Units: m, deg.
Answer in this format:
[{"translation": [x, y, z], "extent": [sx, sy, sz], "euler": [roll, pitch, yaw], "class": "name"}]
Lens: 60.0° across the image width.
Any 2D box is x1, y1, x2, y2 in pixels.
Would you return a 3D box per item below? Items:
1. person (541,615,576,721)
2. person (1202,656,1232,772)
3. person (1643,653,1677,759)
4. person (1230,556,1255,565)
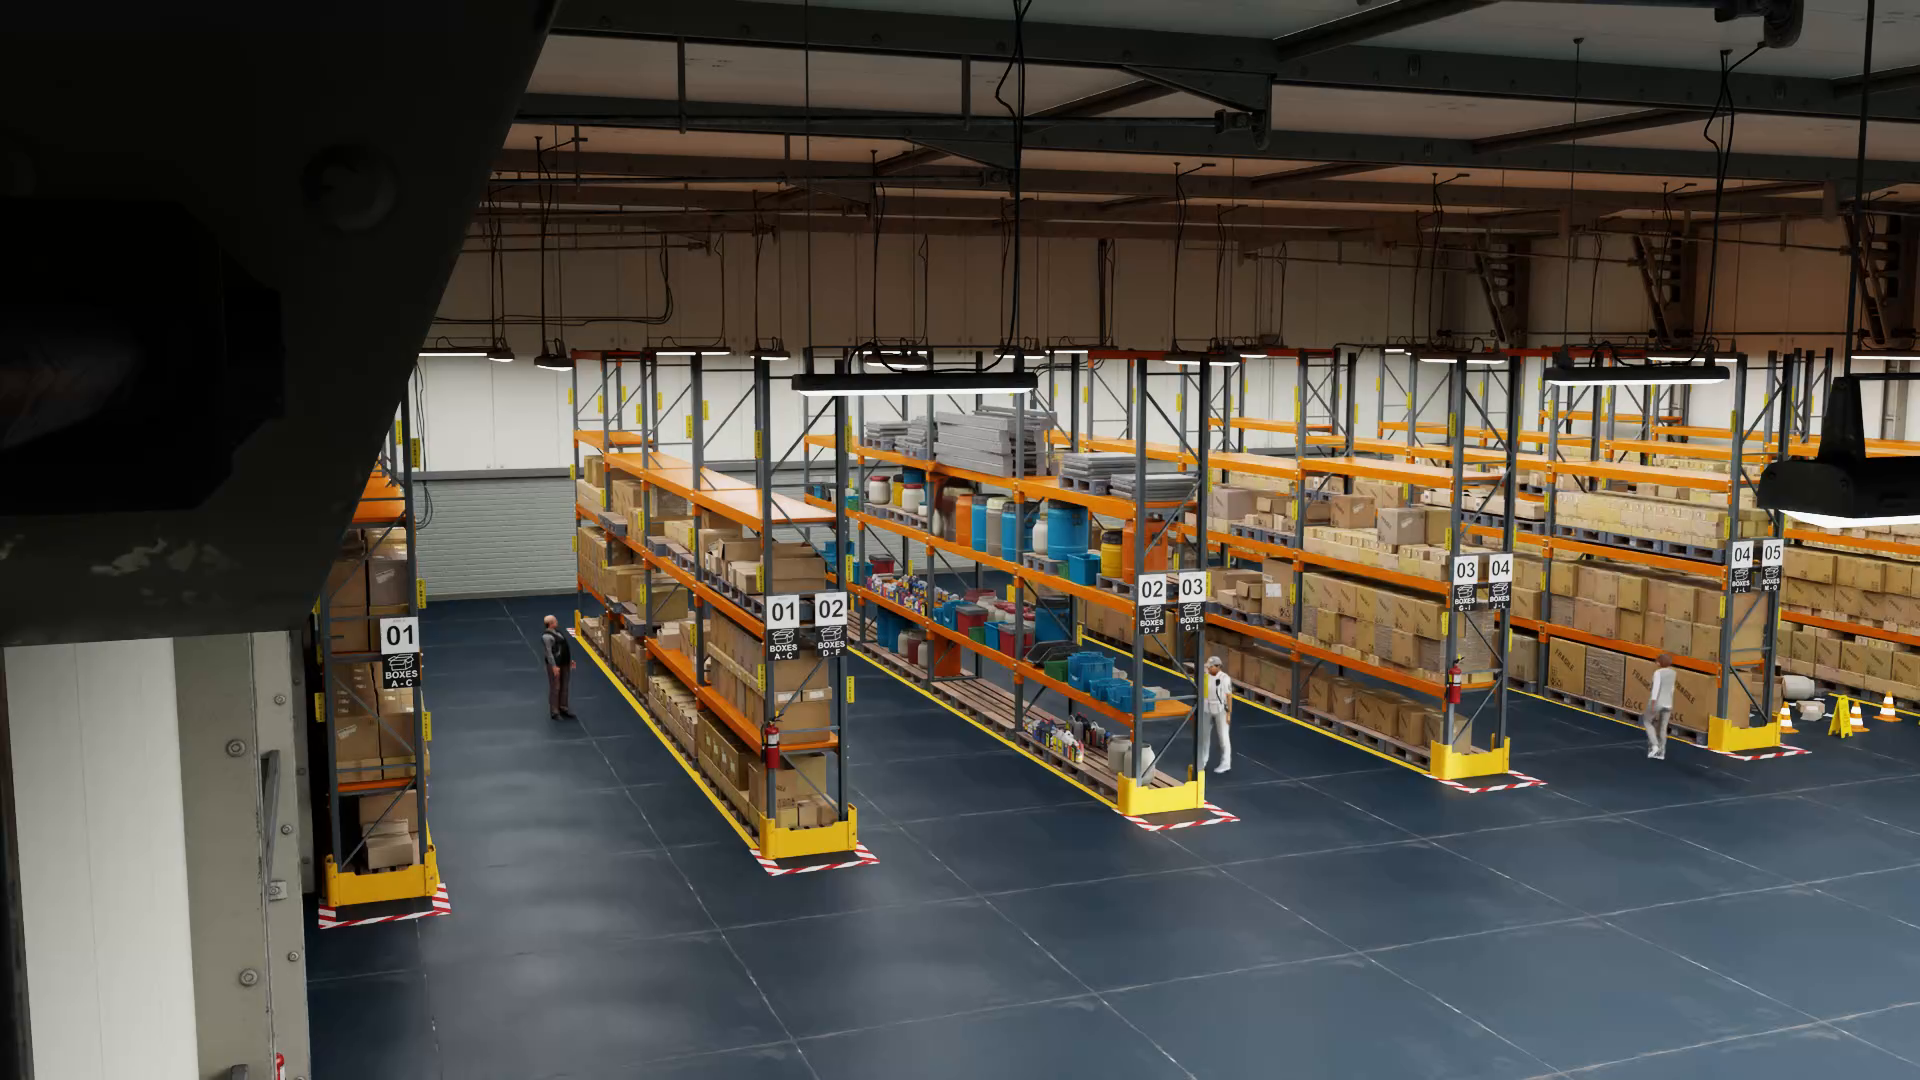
[{"translation": [-6.621, 2.096, 27.454], "extent": [0.487, 1.738, 0.577], "euler": [3, 8, 23], "class": "person"}, {"translation": [3.683, 2.506, 24.154], "extent": [0.523, 1.669, 0.439], "euler": [6, 9, 38], "class": "person"}, {"translation": [10.417, 2.458, 24.717], "extent": [0.397, 1.594, 0.390], "euler": [1, 7, 5], "class": "person"}, {"translation": [7.734, -0.164, 45.391], "extent": [0.885, 1.674, 0.590], "euler": [-4, 8, -32], "class": "person"}]
